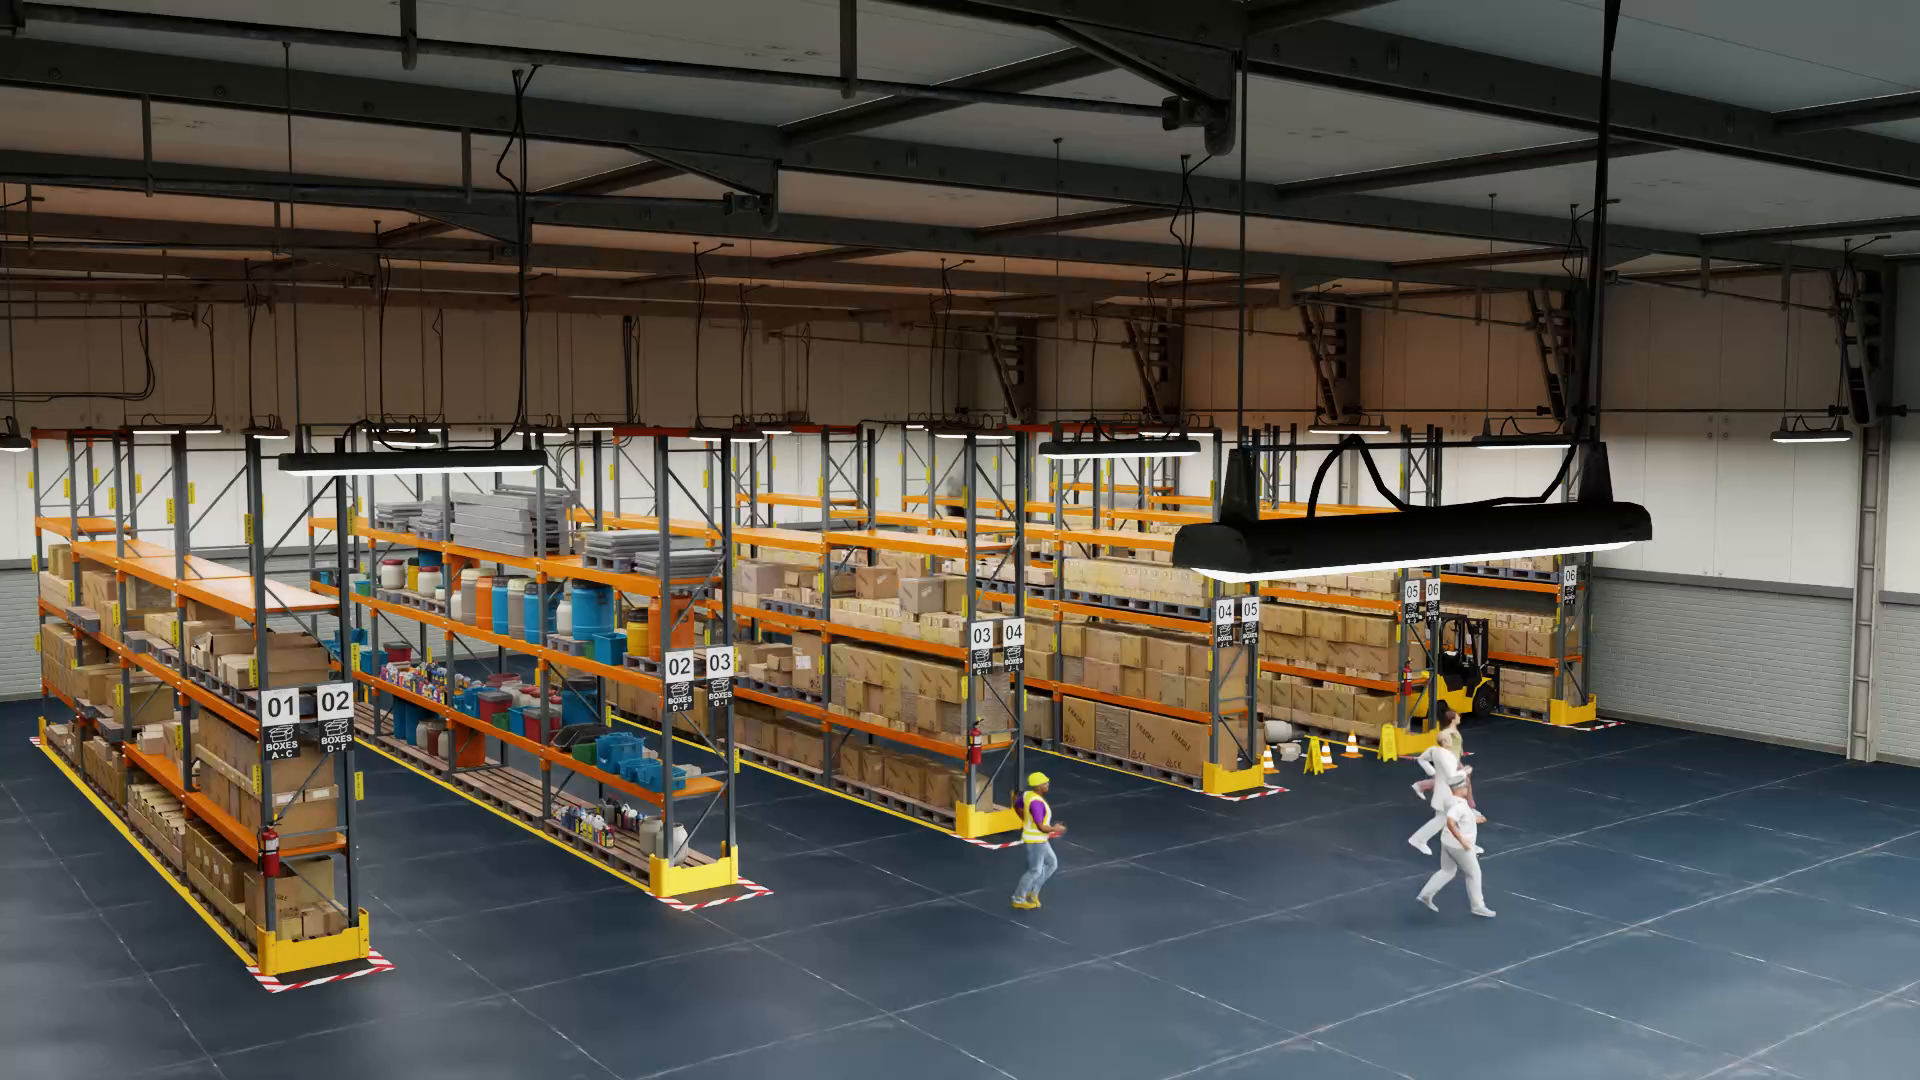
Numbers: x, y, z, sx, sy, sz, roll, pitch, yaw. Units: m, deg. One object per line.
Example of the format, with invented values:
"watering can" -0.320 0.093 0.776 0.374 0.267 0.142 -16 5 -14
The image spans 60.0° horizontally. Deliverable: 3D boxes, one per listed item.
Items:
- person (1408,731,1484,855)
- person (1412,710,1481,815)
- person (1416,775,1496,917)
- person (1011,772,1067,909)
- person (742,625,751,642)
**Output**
"person" 6.857 3.575 23.545 1.028 1.758 0.731 0 4 3
"person" 7.641 3.490 26.067 1.075 1.660 0.545 0 4 1
"person" 6.197 3.795 20.665 0.949 1.770 0.664 -1 5 -8
"person" 0.994 3.815 21.039 0.695 1.789 0.724 0 4 -3
"person" -5.294 2.181 41.871 0.603 1.594 0.657 -1 5 -16
